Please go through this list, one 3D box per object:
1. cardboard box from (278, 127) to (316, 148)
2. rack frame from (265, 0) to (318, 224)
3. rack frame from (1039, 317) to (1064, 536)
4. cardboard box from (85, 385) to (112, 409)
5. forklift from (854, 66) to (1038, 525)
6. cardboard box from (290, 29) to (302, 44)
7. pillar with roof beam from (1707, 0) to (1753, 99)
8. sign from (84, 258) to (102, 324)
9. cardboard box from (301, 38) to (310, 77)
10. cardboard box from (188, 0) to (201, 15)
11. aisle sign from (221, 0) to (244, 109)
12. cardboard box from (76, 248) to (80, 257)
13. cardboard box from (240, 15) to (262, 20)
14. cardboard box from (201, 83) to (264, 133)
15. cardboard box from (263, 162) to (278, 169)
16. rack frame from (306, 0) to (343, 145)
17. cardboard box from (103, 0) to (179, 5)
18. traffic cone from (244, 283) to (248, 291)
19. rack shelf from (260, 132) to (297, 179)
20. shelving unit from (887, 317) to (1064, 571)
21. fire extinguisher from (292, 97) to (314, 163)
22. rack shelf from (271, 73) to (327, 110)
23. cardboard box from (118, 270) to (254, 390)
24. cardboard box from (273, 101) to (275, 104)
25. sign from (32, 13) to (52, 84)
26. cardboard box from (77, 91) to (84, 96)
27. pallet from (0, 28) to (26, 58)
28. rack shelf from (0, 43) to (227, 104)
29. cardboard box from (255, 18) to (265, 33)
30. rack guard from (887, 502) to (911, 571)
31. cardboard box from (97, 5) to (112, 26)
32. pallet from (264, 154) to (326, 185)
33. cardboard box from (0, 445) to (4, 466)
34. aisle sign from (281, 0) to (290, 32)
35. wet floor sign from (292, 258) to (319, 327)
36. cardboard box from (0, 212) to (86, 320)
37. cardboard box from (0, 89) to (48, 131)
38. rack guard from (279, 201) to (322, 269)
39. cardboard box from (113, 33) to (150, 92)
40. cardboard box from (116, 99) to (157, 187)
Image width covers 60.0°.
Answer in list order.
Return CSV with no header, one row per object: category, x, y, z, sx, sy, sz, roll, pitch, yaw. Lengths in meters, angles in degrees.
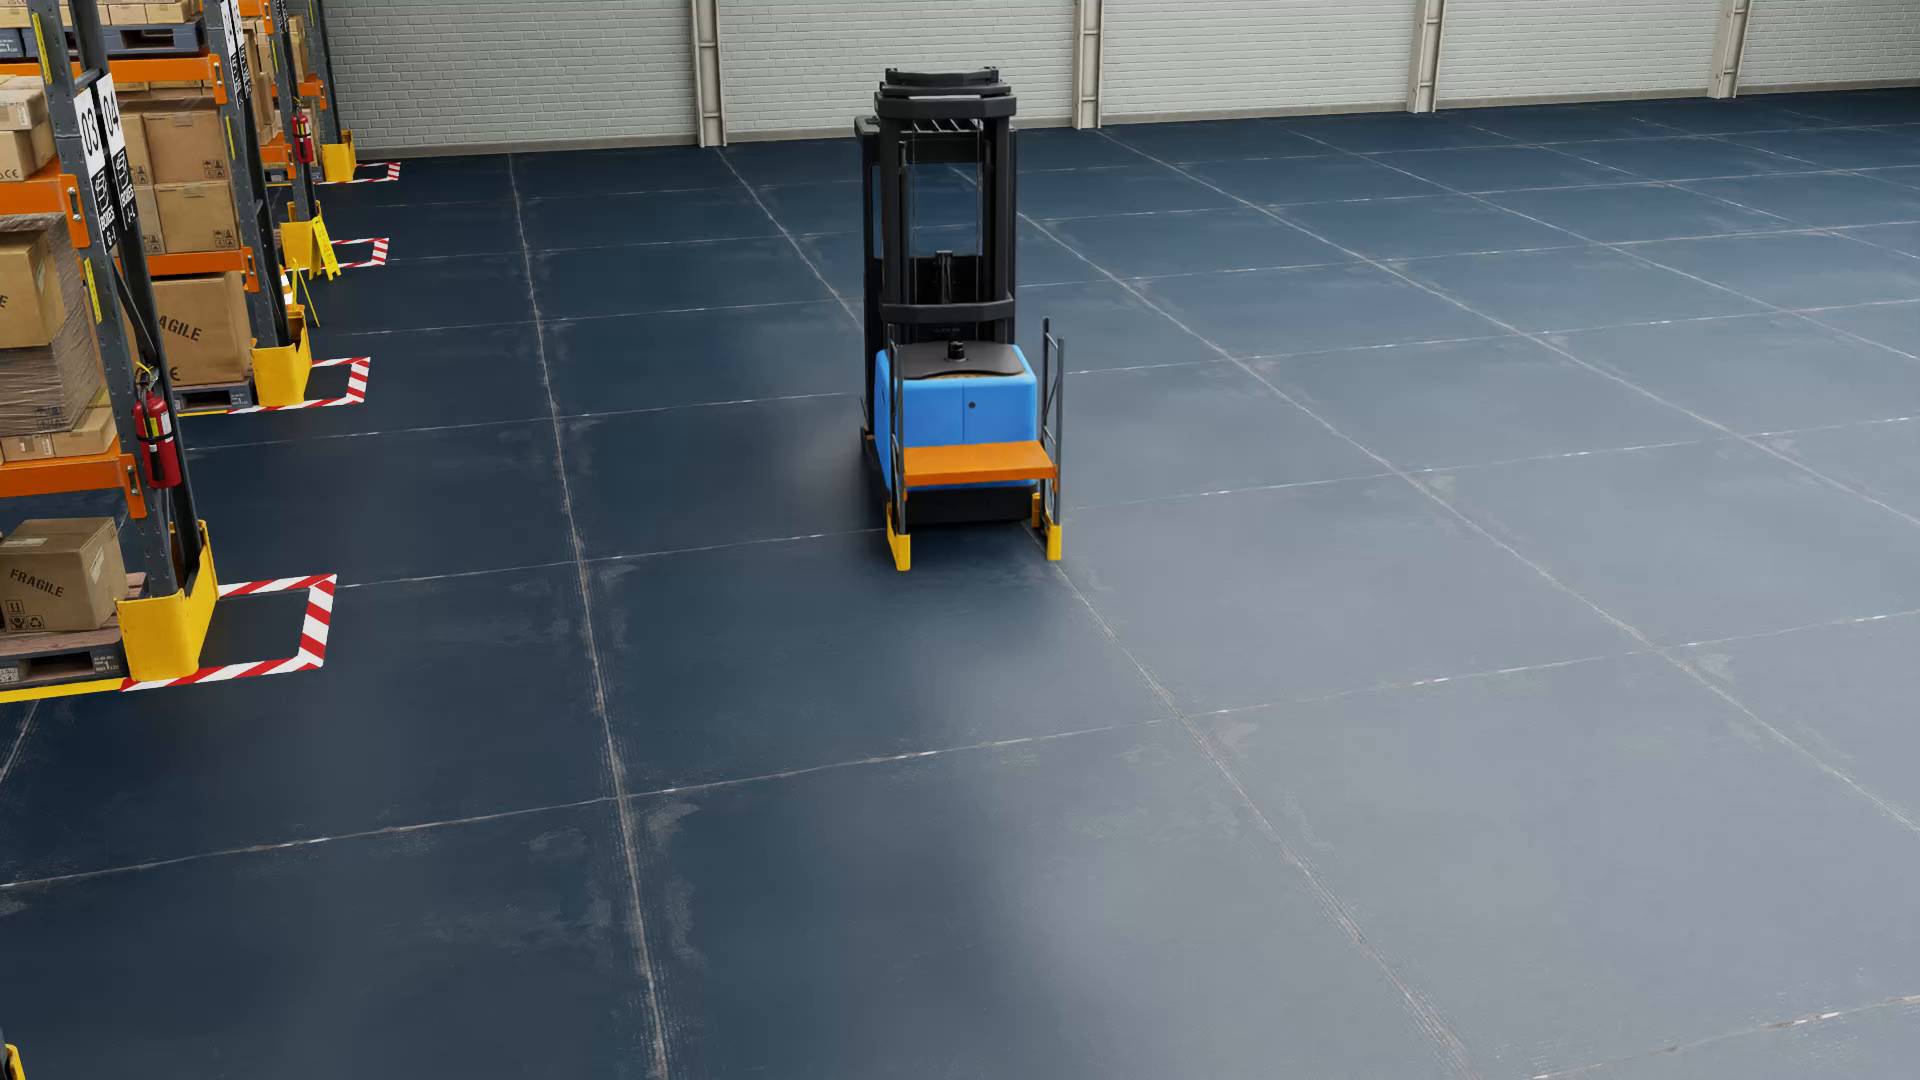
cardboard box,-9.001,-5.453,22.475,0.500,0.250,0.500,-7,24,-15
rack frame,-7.272,-4.580,18.120,0.127,3.000,1.000,-6,24,-14
rack frame,0.597,-0.664,10.896,0.032,1.500,0.500,-4,24,-8
cardboard box,-4.934,-0.762,9.541,0.250,0.149,0.380,-6,24,-14
forklift,-0.176,-1.996,12.185,1.130,2.935,3.031,-3,23,-7
cardboard box,-8.875,-6.665,22.030,0.250,0.149,0.380,-6,24,-14
pillar with roof beam,14.740,-10.411,24.101,0.400,9.000,9.100,-6,24,-14
sign,-4.465,-1.282,8.565,0.005,0.325,0.100,-6,24,-14
cardboard box,-9.169,-6.563,22.614,0.500,0.500,0.500,-6,24,-13
cardboard box,-6.254,-4.299,13.320,0.250,0.149,0.380,-6,24,-14
aisle sign,-5.688,-3.800,13.005,0.004,0.787,0.394,-6,24,-14
cardboard box,-7.280,-2.645,13.420,0.550,0.550,0.875,-6,24,-14
cardboard box,-9.509,-6.942,22.297,0.250,0.149,0.380,-6,24,-13
cardboard box,-7.720,-4.600,17.663,0.500,0.500,0.500,-7,24,-15
cardboard box,-9.465,-5.174,22.459,0.500,0.250,0.500,-6,24,-14
rack frame,-8.617,-6.464,22.511,0.127,3.000,1.000,-6,24,-14
cardboard box,-6.233,-4.239,12.674,0.500,0.250,0.500,-6,24,-14
traffic cone,-7.338,-2.879,17.372,0.334,0.463,0.336,-6,24,-14
rack shelf,-9.198,-4.037,17.766,4.000,0.370,1.077,-6,24,-14
shelving unit,0.086,-0.632,10.821,1.083,1.500,0.587,-4,24,-8
fire extinguisher,-7.037,-4.382,17.756,0.183,0.674,0.296,-6,24,-14
rack shelf,-10.542,-5.921,22.157,4.000,0.370,1.077,-6,24,-14
cardboard box,-6.473,-1.831,13.875,0.875,0.875,0.875,-6,24,-14
cardboard box,-9.611,-5.819,22.694,0.500,0.250,0.500,-6,24,-14
sign,-4.465,-2.390,8.090,0.005,0.325,0.100,-6,24,-14
cardboard box,-9.179,-4.450,17.313,0.500,0.500,0.500,-6,24,-14
pallet,-7.726,-3.835,12.692,1.213,0.211,1.003,-6,24,-14
rack shelf,-7.763,-3.546,12.819,4.000,0.370,1.077,-6,24,-14
cardboard box,-9.134,-6.789,21.941,0.250,0.149,0.380,-6,24,-14
rack guard,-0.406,-0.027,10.995,0.087,0.250,0.587,-4,24,-8
cardboard box,-6.556,-3.995,12.612,0.250,0.149,0.380,-6,24,-14
pallet,-9.342,-5.085,22.834,1.213,0.211,1.003,-6,24,-14
cardboard box,-5.282,-0.521,8.979,0.250,0.149,0.380,-6,24,-14
aisle sign,-7.296,-5.899,17.897,0.004,0.787,0.394,-6,24,-14
wet floor sign,-6.345,-2.384,15.989,0.232,0.644,0.267,-11,25,-23
cardboard box,-5.198,-1.505,9.181,0.500,0.500,0.500,-6,24,-14
cardboard box,-4.778,-2.162,8.366,0.250,0.149,0.380,-6,24,-14
rack guard,-7.345,-3.423,18.594,0.348,0.500,1.175,-6,24,-14
cardboard box,-8.658,-4.941,17.188,0.500,0.500,0.700,-7,24,-15
cardboard box,-6.710,-3.158,13.247,0.550,0.550,0.875,-6,24,-14
